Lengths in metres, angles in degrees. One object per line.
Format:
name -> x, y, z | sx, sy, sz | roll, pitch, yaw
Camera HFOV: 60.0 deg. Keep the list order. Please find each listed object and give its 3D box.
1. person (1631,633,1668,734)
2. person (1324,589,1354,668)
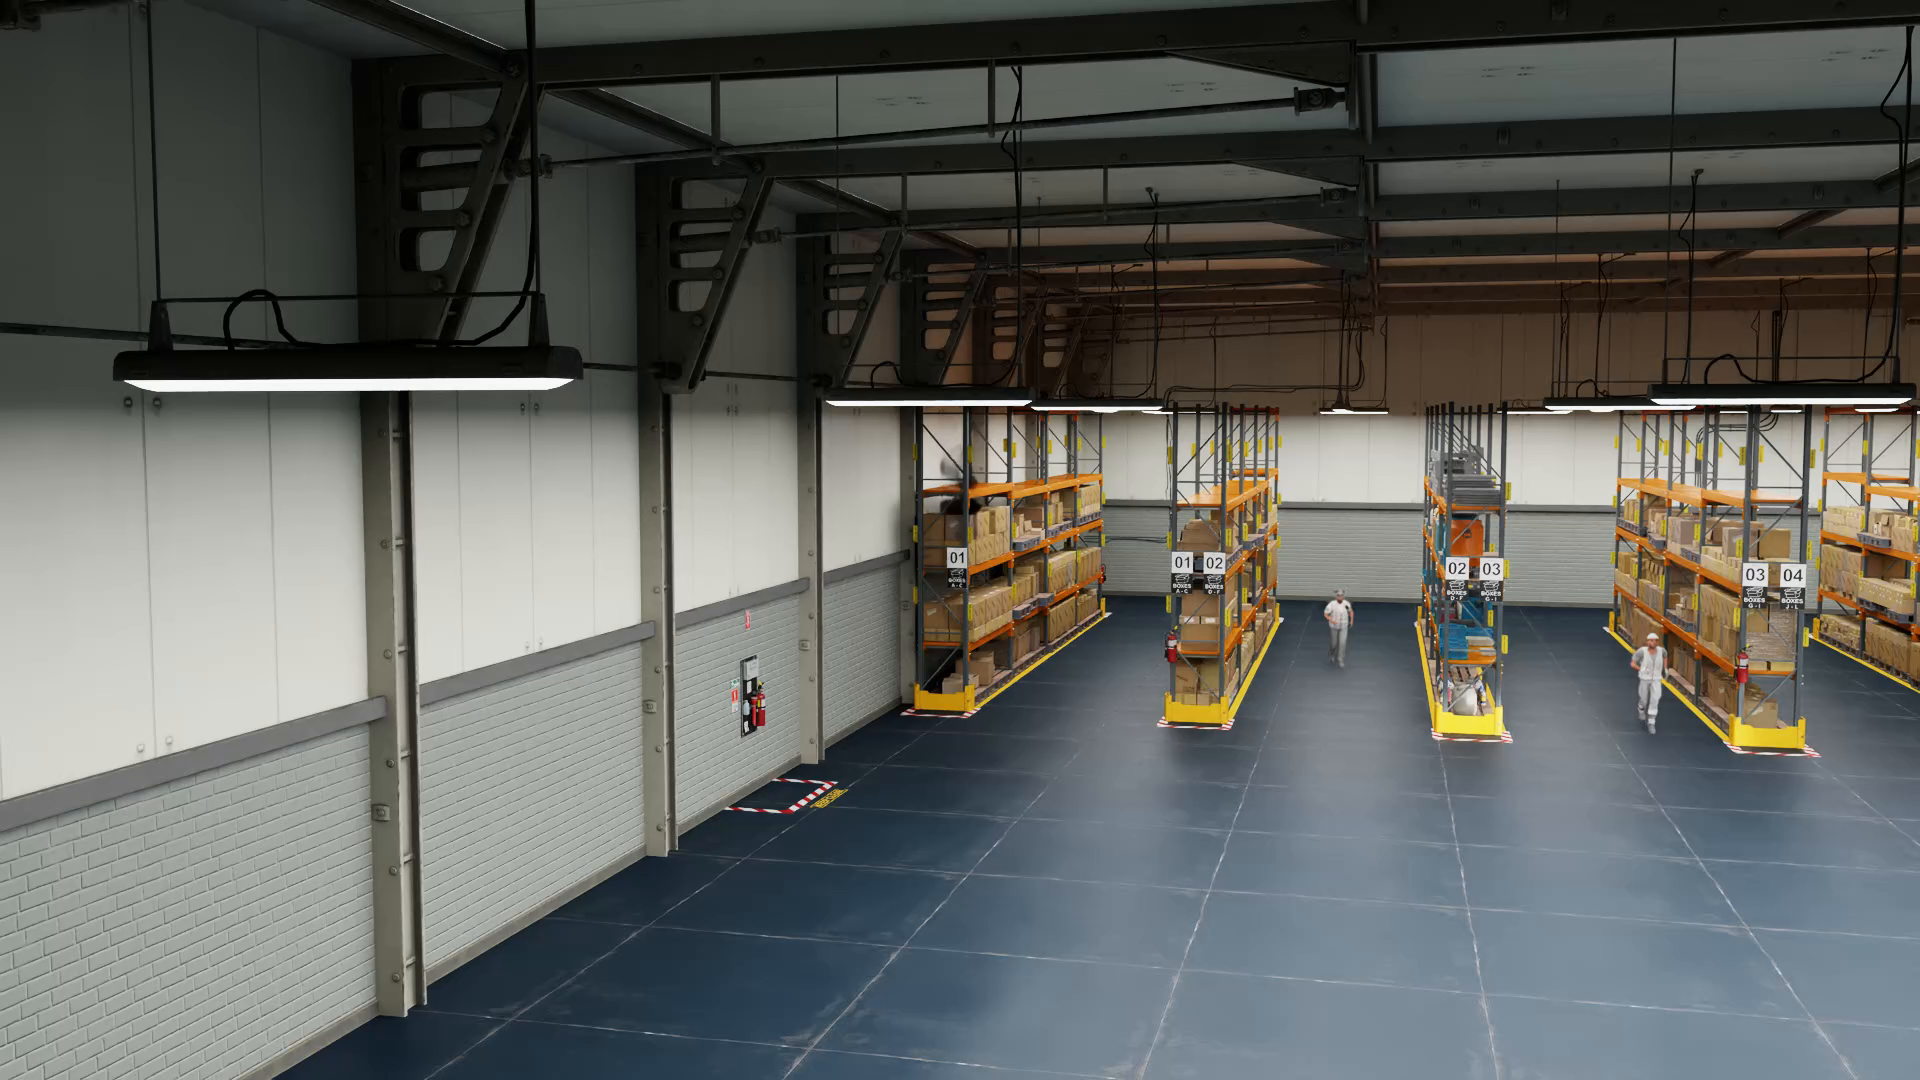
person -> 12.633, 2.576, 30.462 | 0.679, 1.783, 1.021 | 1, 4, 9
person -> 8.749, 2.013, 38.377 | 0.688, 1.787, 0.817 | 0, 4, 1
